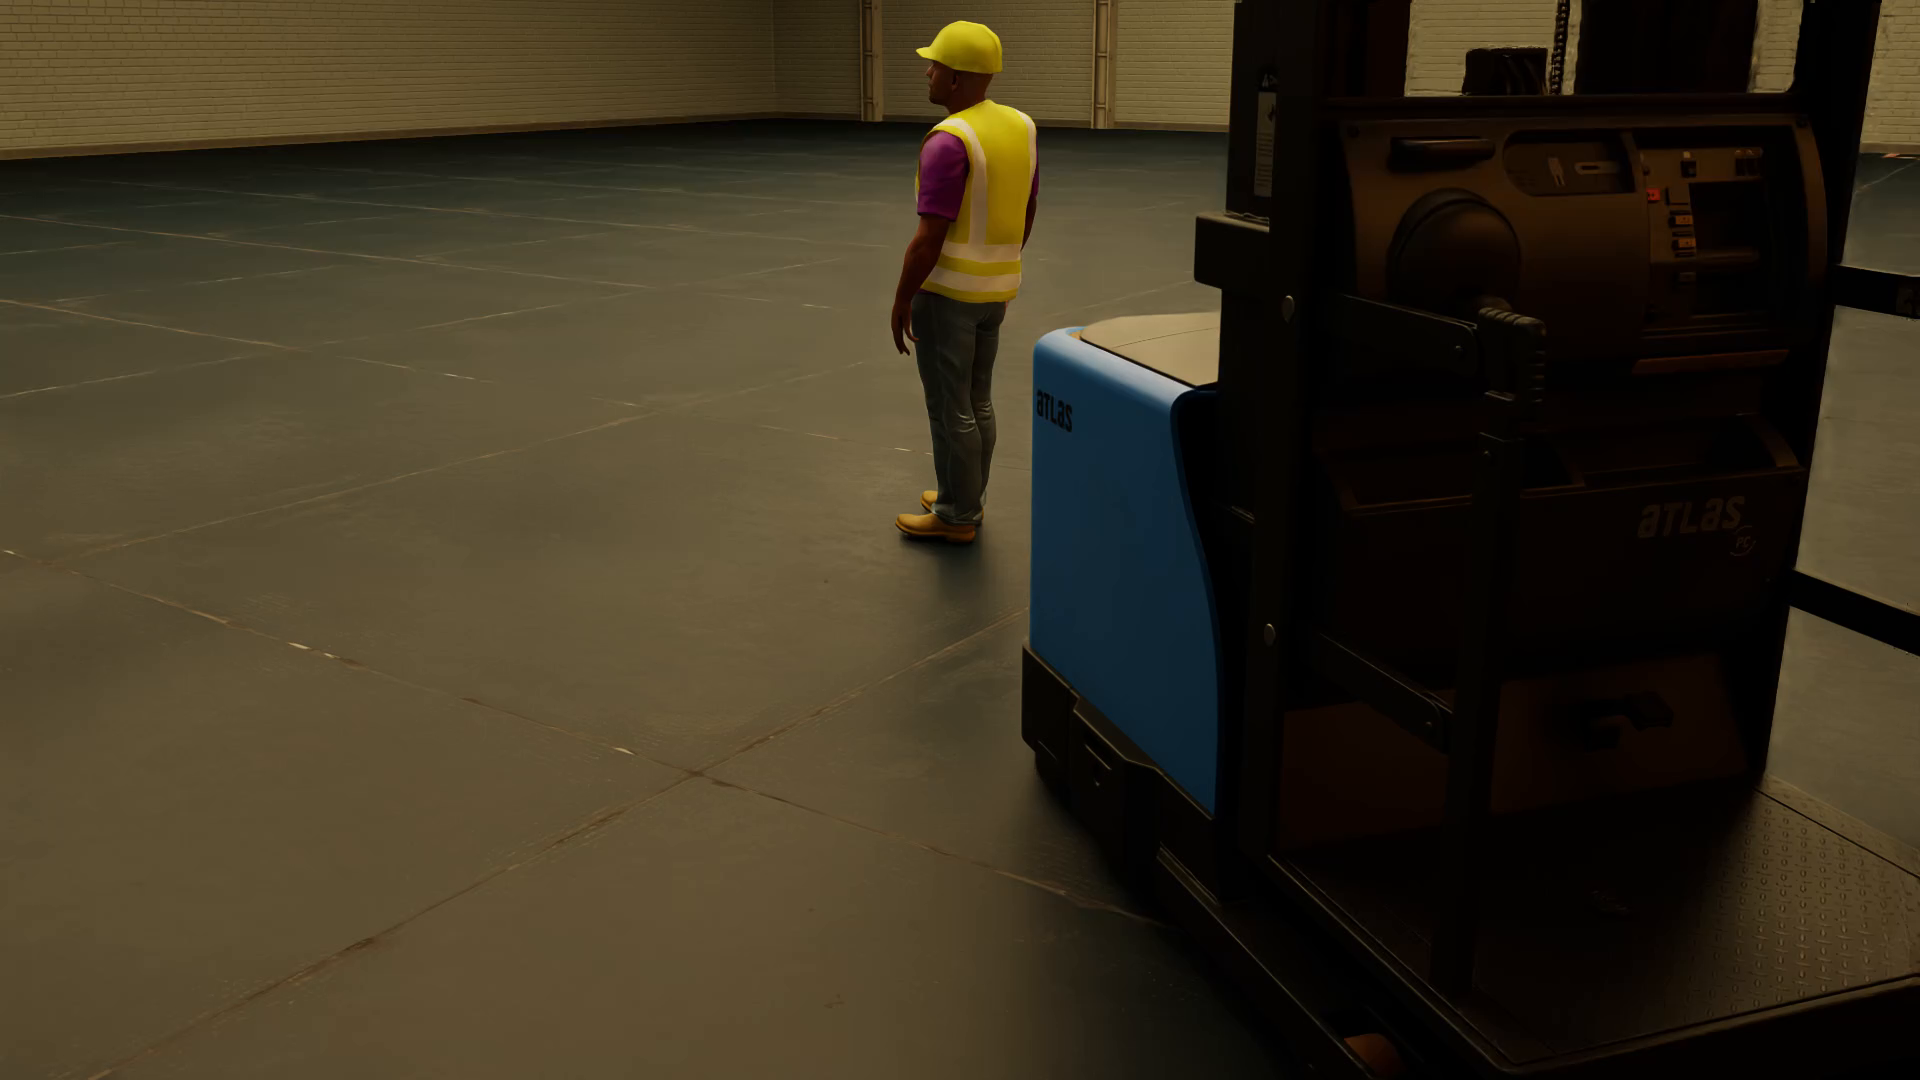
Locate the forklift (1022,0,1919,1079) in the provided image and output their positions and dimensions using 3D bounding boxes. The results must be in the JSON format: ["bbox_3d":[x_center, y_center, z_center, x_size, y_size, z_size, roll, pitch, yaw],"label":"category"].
[{"bbox_3d":[1.107,-0.511,2.542,1.130,2.935,3.031,-6,18,-18],"label":"forklift"}]

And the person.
[{"bbox_3d":[-0.054,-0.866,5.736,0.576,1.766,0.665,11,20,33],"label":"person"}]
